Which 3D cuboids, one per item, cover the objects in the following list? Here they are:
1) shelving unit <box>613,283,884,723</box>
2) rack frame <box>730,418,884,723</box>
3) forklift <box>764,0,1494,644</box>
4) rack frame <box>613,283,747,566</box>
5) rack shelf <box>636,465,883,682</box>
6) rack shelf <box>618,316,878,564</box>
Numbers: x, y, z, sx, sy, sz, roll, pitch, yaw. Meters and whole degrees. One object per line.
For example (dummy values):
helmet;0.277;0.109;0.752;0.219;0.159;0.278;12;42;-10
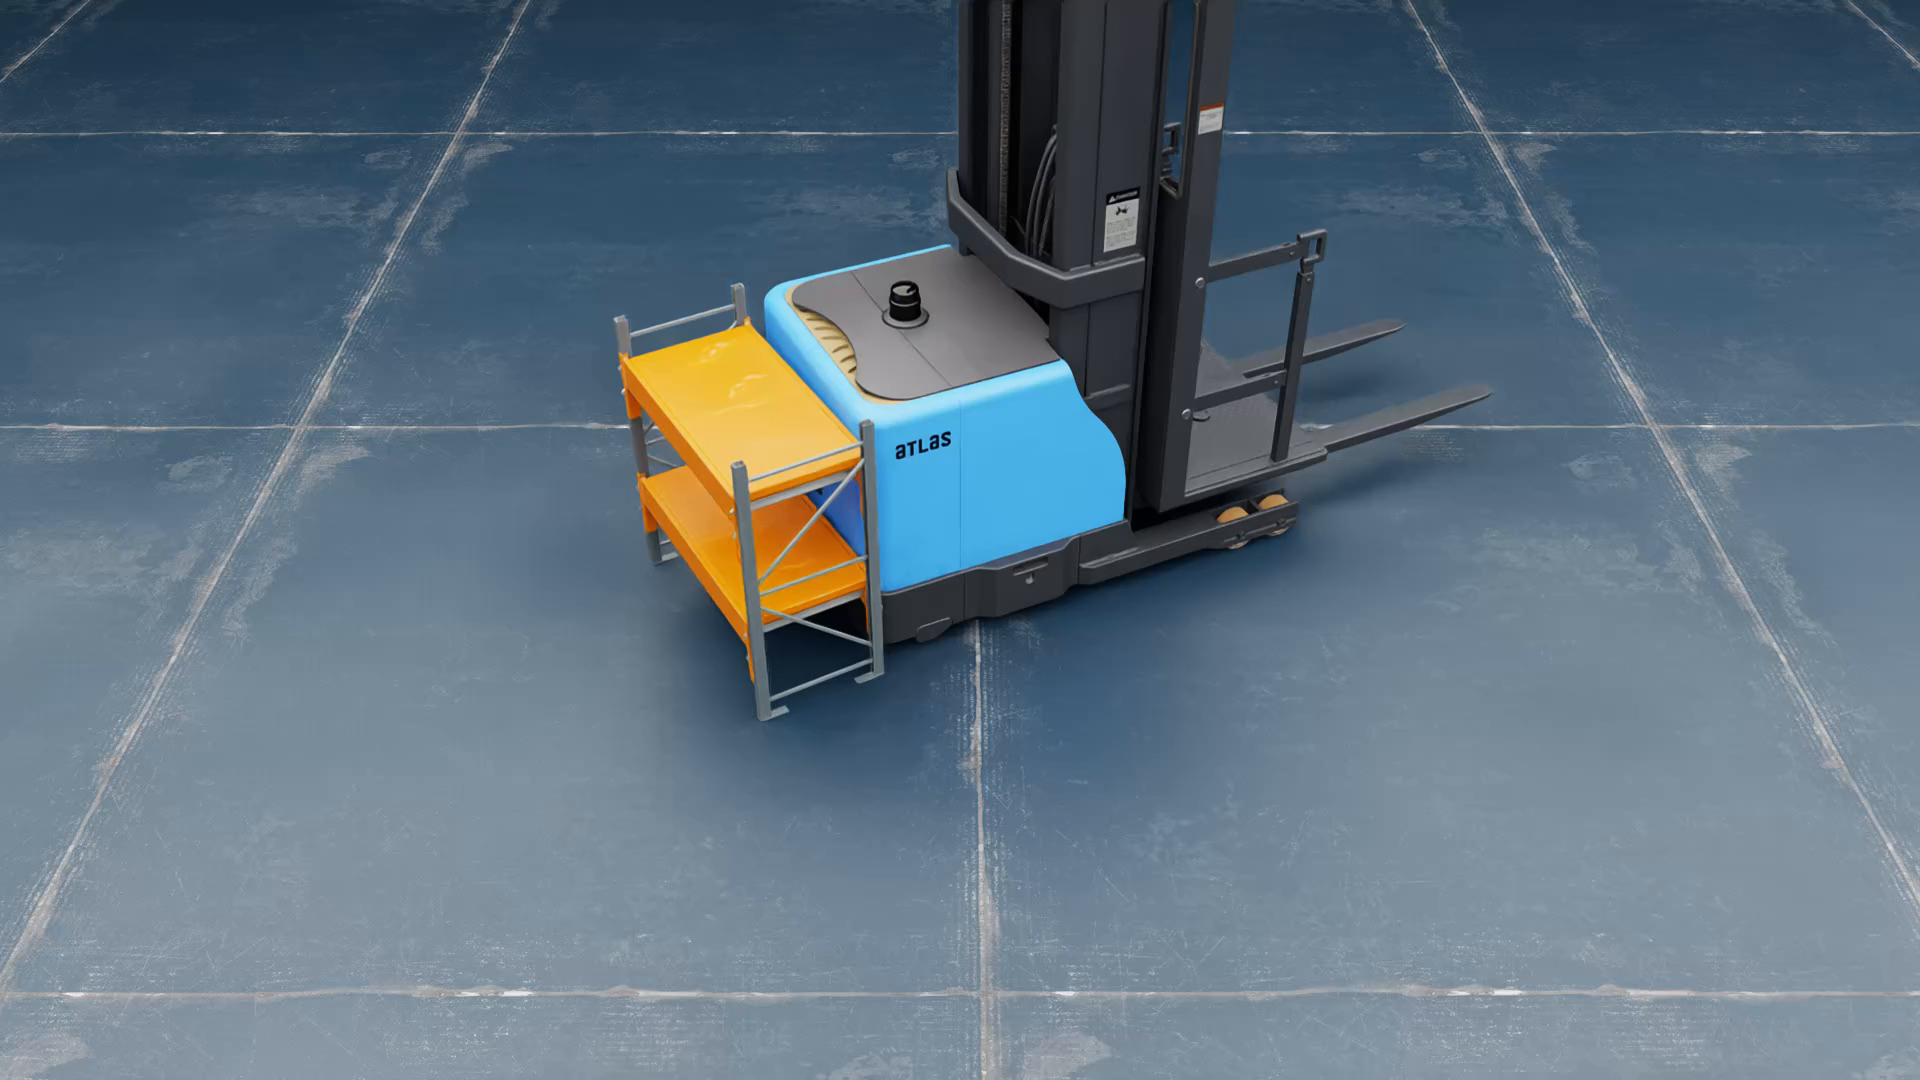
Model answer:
shelving unit;-0.759;-0.149;6.036;0.538;1.125;1.048;-20;43;-23
rack frame;-0.502;0.126;5.694;0.500;1.125;0.032;-20;43;-23
forklift;0.807;-1.389;6.140;3.031;2.935;1.130;-17;42;-20
rack frame;-1.016;-0.423;6.378;0.500;1.125;0.032;-20;43;-23
rack shelf;-0.759;0.042;6.189;0.538;0.278;1.000;-20;43;-23
rack shelf;-0.759;-0.377;5.853;0.538;0.278;1.000;-20;43;-23
